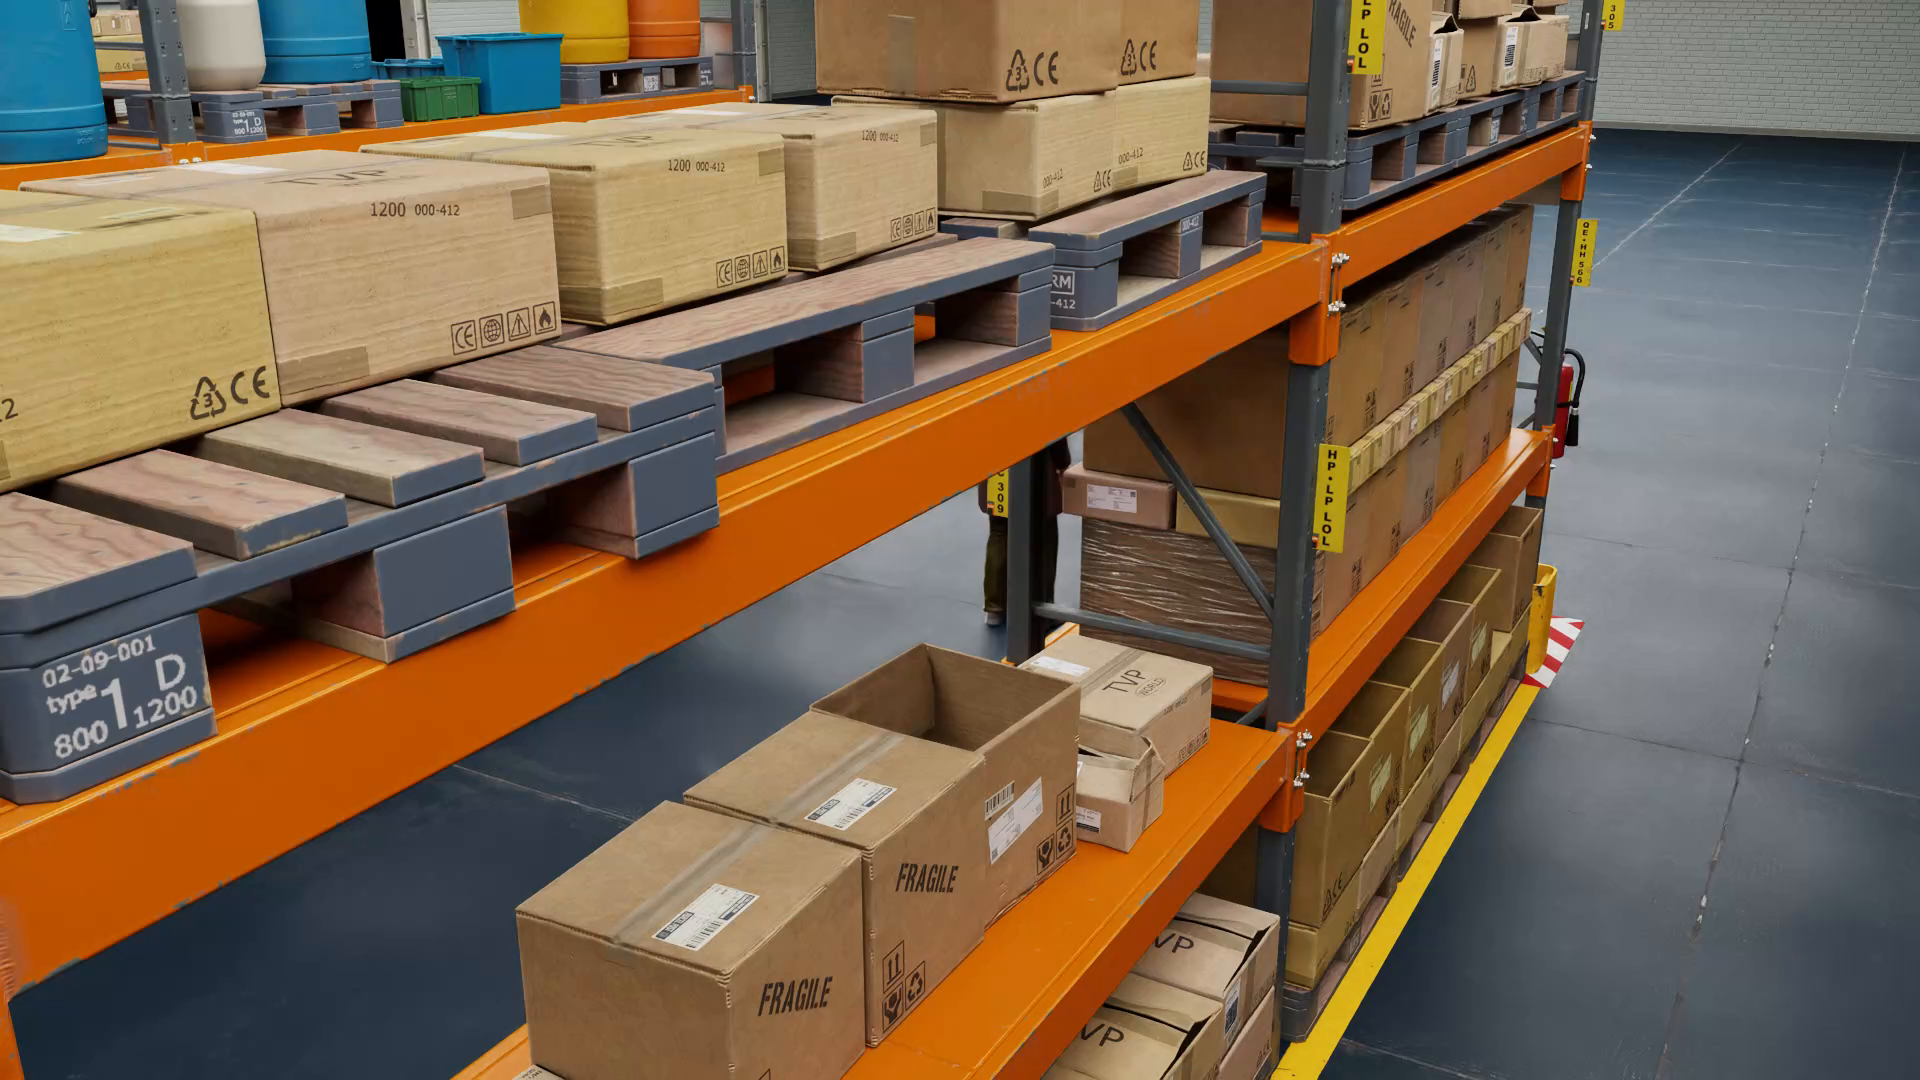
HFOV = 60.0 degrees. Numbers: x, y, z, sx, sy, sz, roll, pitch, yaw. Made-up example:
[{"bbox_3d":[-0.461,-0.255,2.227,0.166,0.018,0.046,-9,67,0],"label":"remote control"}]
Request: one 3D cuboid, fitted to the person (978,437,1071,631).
[{"bbox_3d":[0.331,-0.383,9.183,0.583,1.780,0.424,10,21,26],"label":"person"}]
